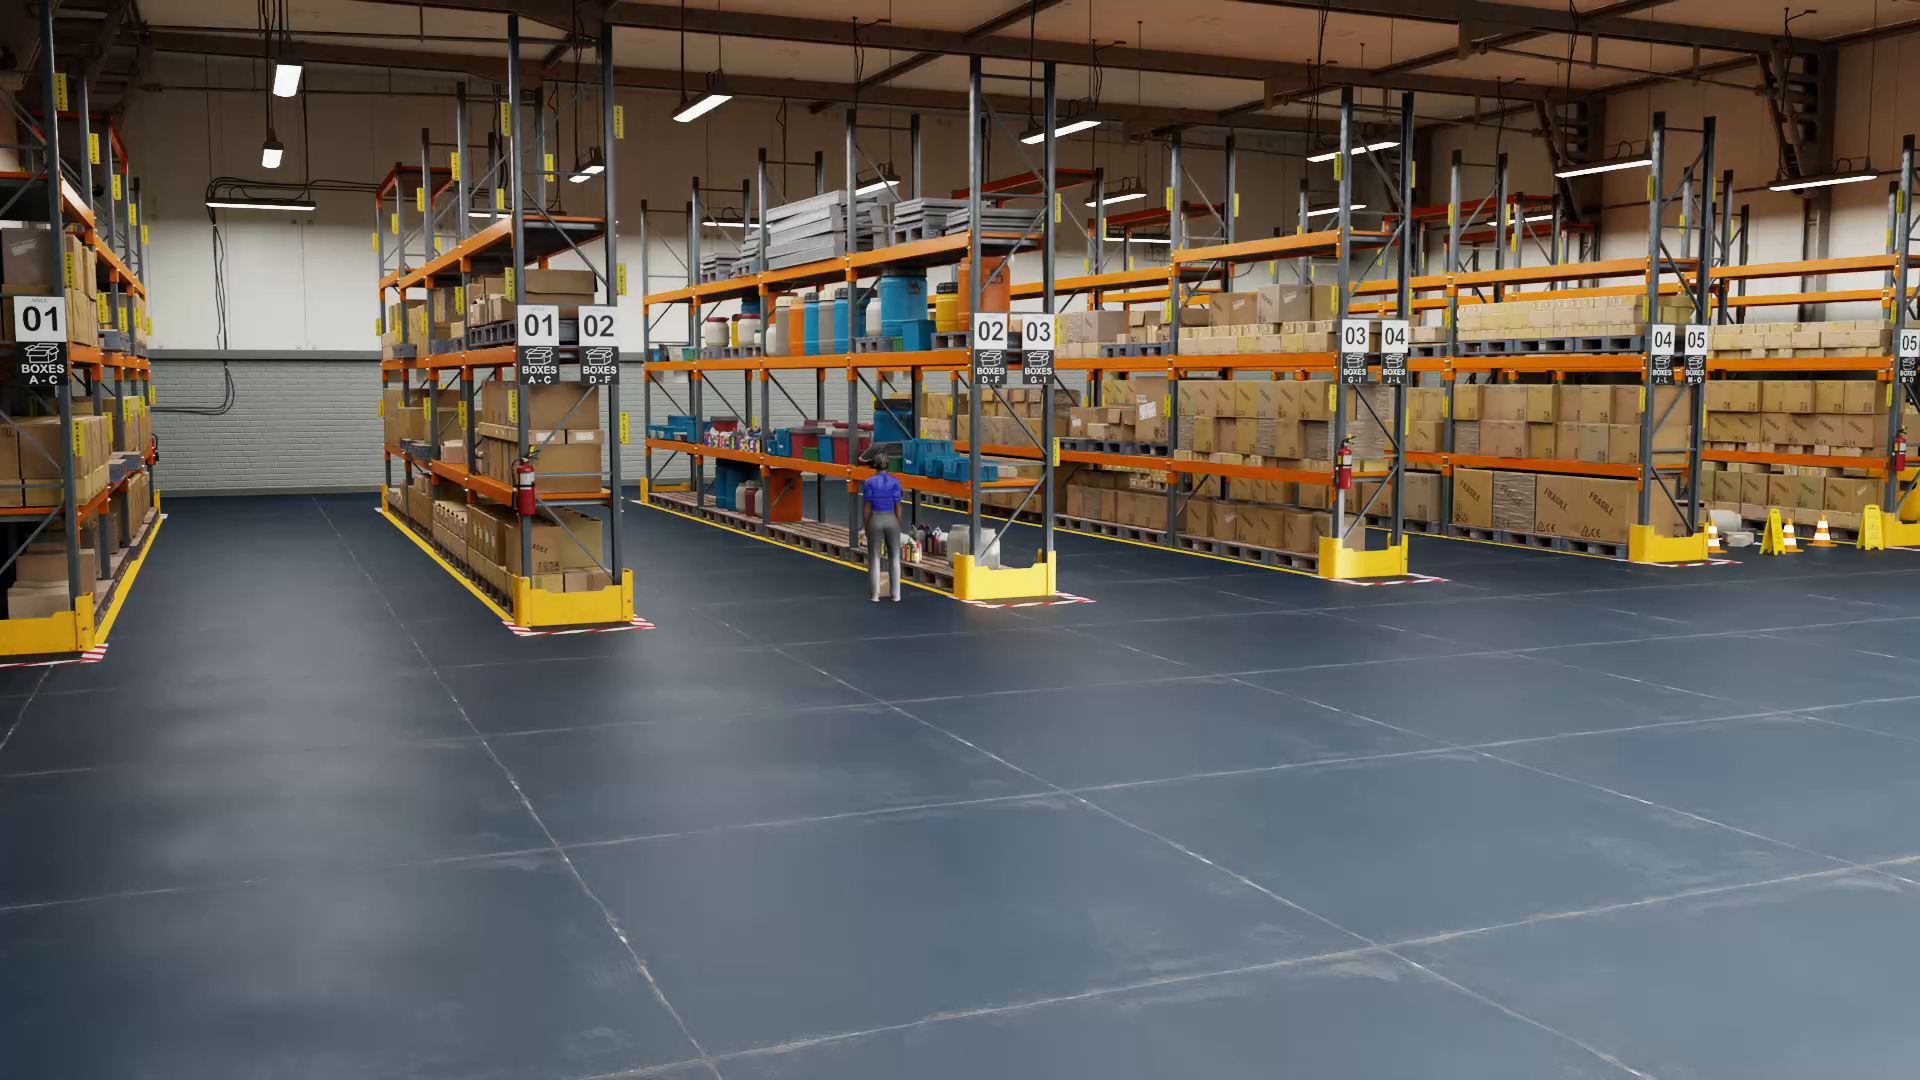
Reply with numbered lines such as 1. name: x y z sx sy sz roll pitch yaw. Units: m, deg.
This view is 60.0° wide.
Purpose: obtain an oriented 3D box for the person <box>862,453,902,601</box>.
1. person: -0.867 -0.140 18.513 0.437 1.656 0.311 0 6 -3
